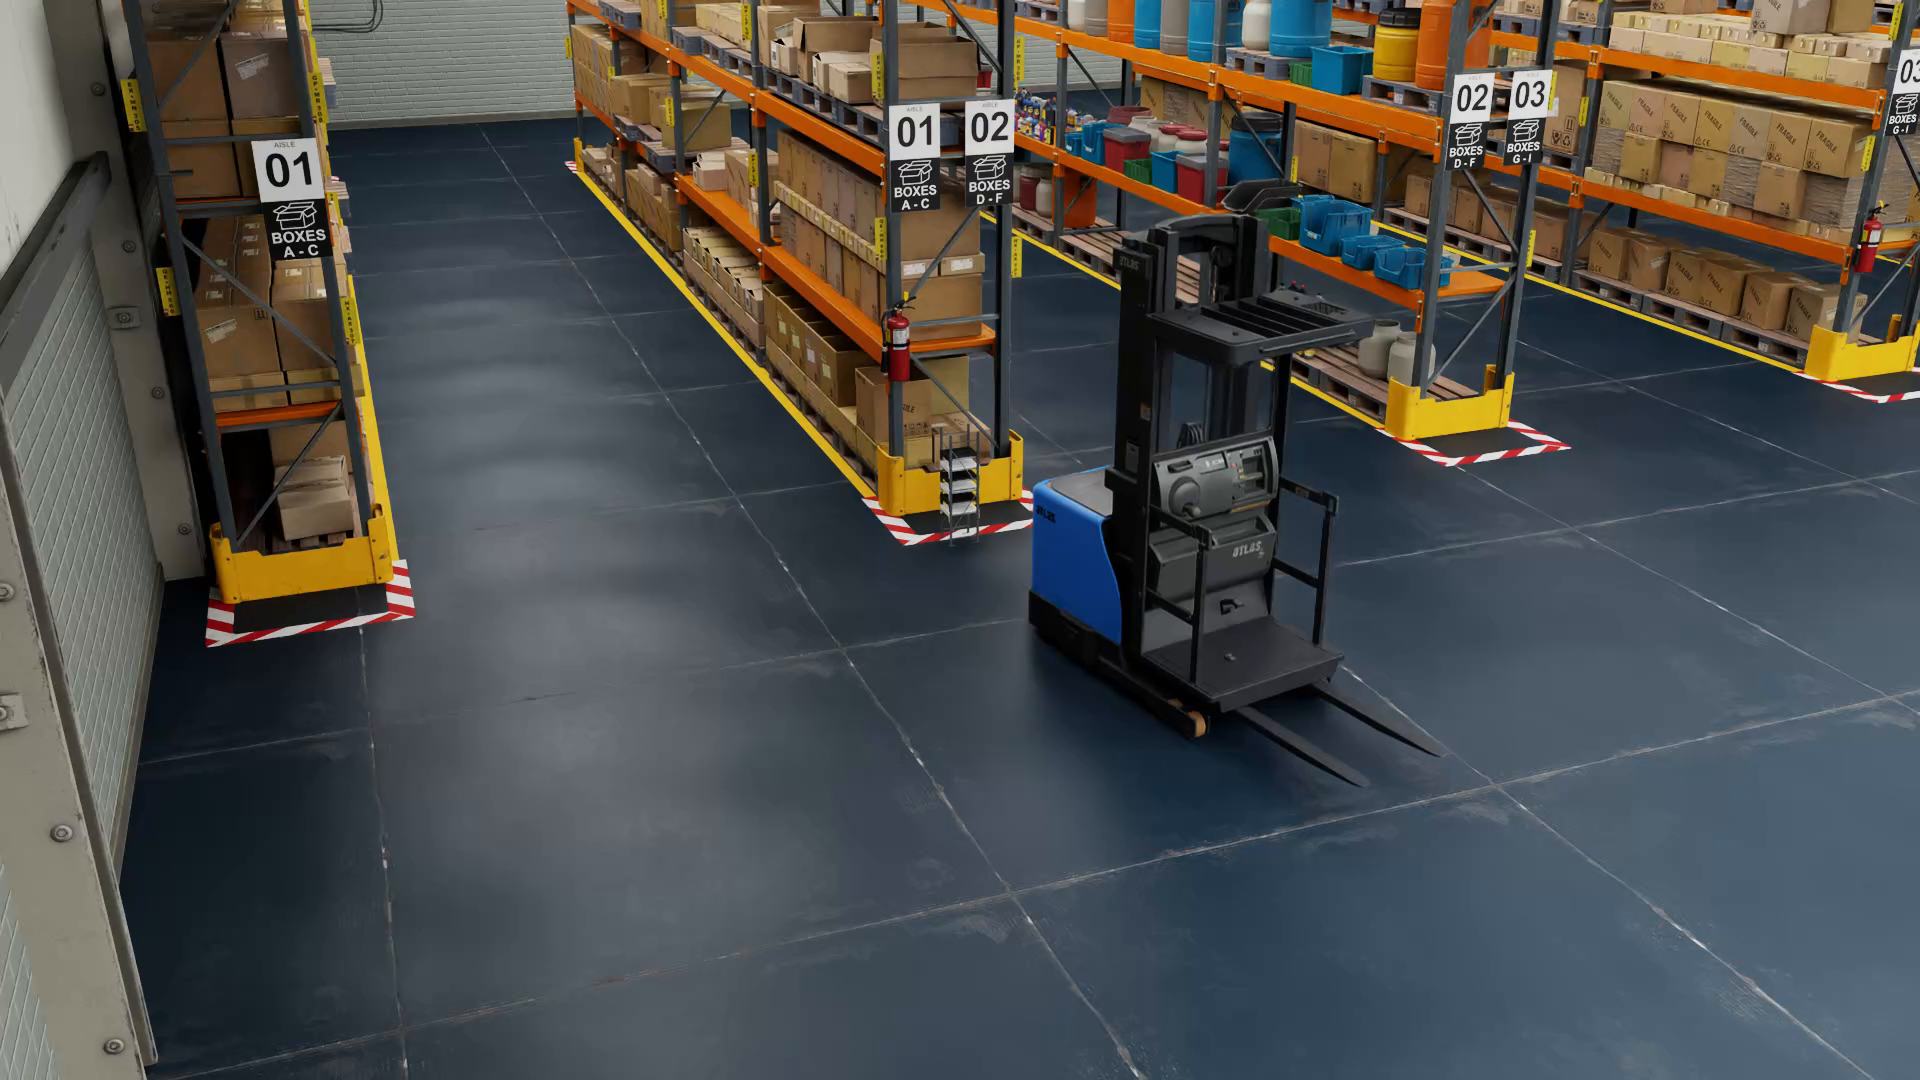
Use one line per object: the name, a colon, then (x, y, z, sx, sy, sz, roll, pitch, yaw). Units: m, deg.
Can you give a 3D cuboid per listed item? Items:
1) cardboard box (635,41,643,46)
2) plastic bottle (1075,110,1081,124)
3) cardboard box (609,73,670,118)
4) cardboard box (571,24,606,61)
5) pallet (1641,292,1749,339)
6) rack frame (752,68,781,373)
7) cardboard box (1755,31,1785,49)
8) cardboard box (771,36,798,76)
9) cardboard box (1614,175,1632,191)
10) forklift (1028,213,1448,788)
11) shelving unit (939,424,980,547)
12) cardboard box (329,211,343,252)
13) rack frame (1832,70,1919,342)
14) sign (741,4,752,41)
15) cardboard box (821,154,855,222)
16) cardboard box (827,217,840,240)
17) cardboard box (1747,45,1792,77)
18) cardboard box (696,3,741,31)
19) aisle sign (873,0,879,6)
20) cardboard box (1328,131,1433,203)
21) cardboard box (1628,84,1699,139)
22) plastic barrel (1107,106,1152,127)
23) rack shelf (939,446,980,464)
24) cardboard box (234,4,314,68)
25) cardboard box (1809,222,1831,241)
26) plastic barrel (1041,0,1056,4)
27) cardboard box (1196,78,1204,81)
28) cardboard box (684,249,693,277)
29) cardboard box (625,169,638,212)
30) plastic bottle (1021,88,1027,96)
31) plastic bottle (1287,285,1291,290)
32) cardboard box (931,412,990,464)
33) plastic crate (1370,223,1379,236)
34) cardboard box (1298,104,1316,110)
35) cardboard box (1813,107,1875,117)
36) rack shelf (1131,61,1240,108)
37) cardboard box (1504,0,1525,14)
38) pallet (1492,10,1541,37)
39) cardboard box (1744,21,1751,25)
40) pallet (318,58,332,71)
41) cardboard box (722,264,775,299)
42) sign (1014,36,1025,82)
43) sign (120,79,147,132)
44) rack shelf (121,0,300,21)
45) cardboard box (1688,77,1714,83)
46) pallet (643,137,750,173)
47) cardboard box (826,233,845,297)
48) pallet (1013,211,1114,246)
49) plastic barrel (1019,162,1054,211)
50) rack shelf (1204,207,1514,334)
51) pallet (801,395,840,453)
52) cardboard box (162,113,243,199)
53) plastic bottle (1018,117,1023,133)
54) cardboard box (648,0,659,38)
cardboard box: (-4.409, -6.981, 24.157, 0.500, 0.500, 0.500, -9, 25, -21)
plastic bottle: (1.625, -5.756, 22.819, 0.061, 0.283, 0.133, -8, 24, -19)
cardboard box: (-4.365, -6.113, 22.846, 0.700, 0.500, 0.500, -18, 29, -36)
cardboard box: (-5.826, -7.839, 26.195, 0.500, 0.500, 0.500, -8, 24, -17)
pallet: (8.477, -2.559, 18.674, 1.003, 0.211, 1.213, -8, 24, -19)
rack frame: (-1.497, -3.170, 16.532, 1.000, 3.000, 0.127, -8, 24, -19)
cardboard box: (8.342, -5.103, 16.936, 0.380, 0.149, 0.250, -10, 25, -22)
cardboard box: (-1.375, -4.353, 14.872, 0.500, 0.311, 0.500, -10, 25, -22)
cardboard box: (7.757, -4.113, 19.093, 0.380, 0.149, 0.250, -8, 24, -19)
forklift: (1.679, -0.360, 9.954, 1.130, 2.935, 3.031, -14, 26, -29)
shelving unit: (-0.003, -0.418, 12.706, 0.258, 0.900, 0.210, -8, 24, -19)
cardboard box: (-5.492, -2.464, 14.060, 0.500, 0.500, 0.500, -8, 24, -19)
rack frame: (9.185, -3.074, 16.305, 1.000, 3.000, 0.127, -8, 24, -19)
sign: (-2.001, -4.857, 15.603, 0.100, 0.325, 0.005, -8, 24, -19)
cardboard box: (-0.803, -3.106, 14.582, 0.700, 0.500, 0.500, -8, 24, -19)
cardboard box: (-0.947, -2.737, 14.542, 0.380, 0.149, 0.250, -9, 24, -20)
cardboard box: (8.425, -4.896, 16.959, 0.500, 0.250, 0.500, -8, 24, -18)
cardboard box: (-2.697, -5.973, 18.972, 0.500, 0.250, 0.500, -10, 25, -23)
aisle sign: (-1.404, -9.391, 27.947, 0.394, 0.787, 0.004, -8, 24, -19)
cardboard box: (6.134, -5.449, 24.135, 1.225, 0.875, 0.875, -10, 25, -21)
cardboard box: (7.871, -4.792, 18.581, 0.500, 0.500, 0.500, -8, 24, -19)
plastic barrel: (2.172, -5.237, 21.262, 0.600, 0.536, 0.708, -8, 24, -19)
rack shelf: (-0.003, -0.636, 12.614, 0.258, 0.077, 0.200, -8, 24, -19)
cardboard box: (-5.302, -3.856, 12.856, 0.500, 0.500, 0.500, -9, 25, -21)
cardboard box: (8.803, -3.125, 16.748, 0.380, 0.149, 0.250, -8, 24, -19)
plastic barrel: (1.209, -7.183, 21.829, 0.301, 0.262, 0.301, 0, 23, 0)
cardboard box: (4.167, -7.758, 27.742, 0.380, 0.149, 0.250, -8, 24, -18)
cardboard box: (-3.000, -3.319, 19.886, 0.500, 0.250, 0.500, -8, 24, -19)
cardboard box: (-4.380, -4.918, 23.332, 0.500, 0.500, 0.500, -9, 25, -21)
plastic bottle: (0.943, -6.443, 24.361, 0.144, 0.351, 0.185, -8, 24, -19)
plastic bottle: (3.617, -2.669, 18.276, 0.061, 0.283, 0.133, -7, 24, -16)
cardboard box: (-0.065, -0.868, 14.071, 0.500, 0.250, 0.500, -8, 24, -19)
plastic crate: (3.949, -3.171, 16.875, 0.530, 0.136, 0.437, -8, 24, -19)
cardboard box: (5.416, -6.727, 24.844, 0.500, 0.500, 0.500, -8, 24, -18)
cardboard box: (9.075, -4.138, 17.030, 0.500, 0.500, 0.500, -8, 24, -19)
rack shelf: (4.239, -7.830, 28.514, 1.077, 0.370, 4.000, -8, 24, -19)
cardboard box: (7.016, -6.663, 20.719, 0.380, 0.166, 0.250, -9, 24, -20)
pallet: (7.284, -6.439, 20.667, 1.213, 0.211, 1.003, -8, 24, -19)
cardboard box: (8.627, -5.468, 17.802, 0.380, 0.149, 0.250, -7, 24, -17)
pallet: (-6.618, -4.400, 15.830, 1.213, 0.211, 1.003, -8, 24, -19)
cardboard box: (-2.272, -2.832, 18.009, 0.500, 0.311, 0.500, -8, 24, -19)
sign: (0.437, -3.612, 12.491, 0.100, 0.325, 0.005, -8, 24, -19)
sign: (-5.243, -2.757, 10.550, 0.100, 0.325, 0.005, -8, 24, -19)
rack shelf: (-5.424, -4.193, 12.167, 1.077, 0.370, 4.000, -8, 24, -19)
cardboard box: (10.941, -6.471, 24.235, 0.500, 0.500, 0.500, -8, 24, -18)
pallet: (-3.215, -4.771, 20.579, 1.213, 0.211, 1.003, -8, 24, -19)
cardboard box: (-0.787, -2.496, 14.804, 0.700, 0.500, 0.500, -8, 24, -17)
pallet: (1.408, -4.297, 22.797, 1.003, 0.211, 1.213, -8, 24, -19)
plastic barrel: (1.137, -4.969, 23.366, 0.600, 0.588, 0.708, -8, 24, -19)
rack shelf: (3.845, -2.790, 16.557, 1.077, 0.370, 4.000, -8, 24, -19)
pallet: (-0.821, -1.146, 15.321, 1.003, 0.211, 1.213, -8, 24, -19)
cardboard box: (-5.101, -2.590, 11.139, 0.500, 0.500, 0.500, -7, 24, -15)
plastic bottle: (0.837, -5.674, 22.730, 0.097, 0.201, 0.097, 0, 23, 0)
cardboard box: (-3.276, -6.391, 20.183, 0.910, 0.500, 0.500, -8, 24, -19)
